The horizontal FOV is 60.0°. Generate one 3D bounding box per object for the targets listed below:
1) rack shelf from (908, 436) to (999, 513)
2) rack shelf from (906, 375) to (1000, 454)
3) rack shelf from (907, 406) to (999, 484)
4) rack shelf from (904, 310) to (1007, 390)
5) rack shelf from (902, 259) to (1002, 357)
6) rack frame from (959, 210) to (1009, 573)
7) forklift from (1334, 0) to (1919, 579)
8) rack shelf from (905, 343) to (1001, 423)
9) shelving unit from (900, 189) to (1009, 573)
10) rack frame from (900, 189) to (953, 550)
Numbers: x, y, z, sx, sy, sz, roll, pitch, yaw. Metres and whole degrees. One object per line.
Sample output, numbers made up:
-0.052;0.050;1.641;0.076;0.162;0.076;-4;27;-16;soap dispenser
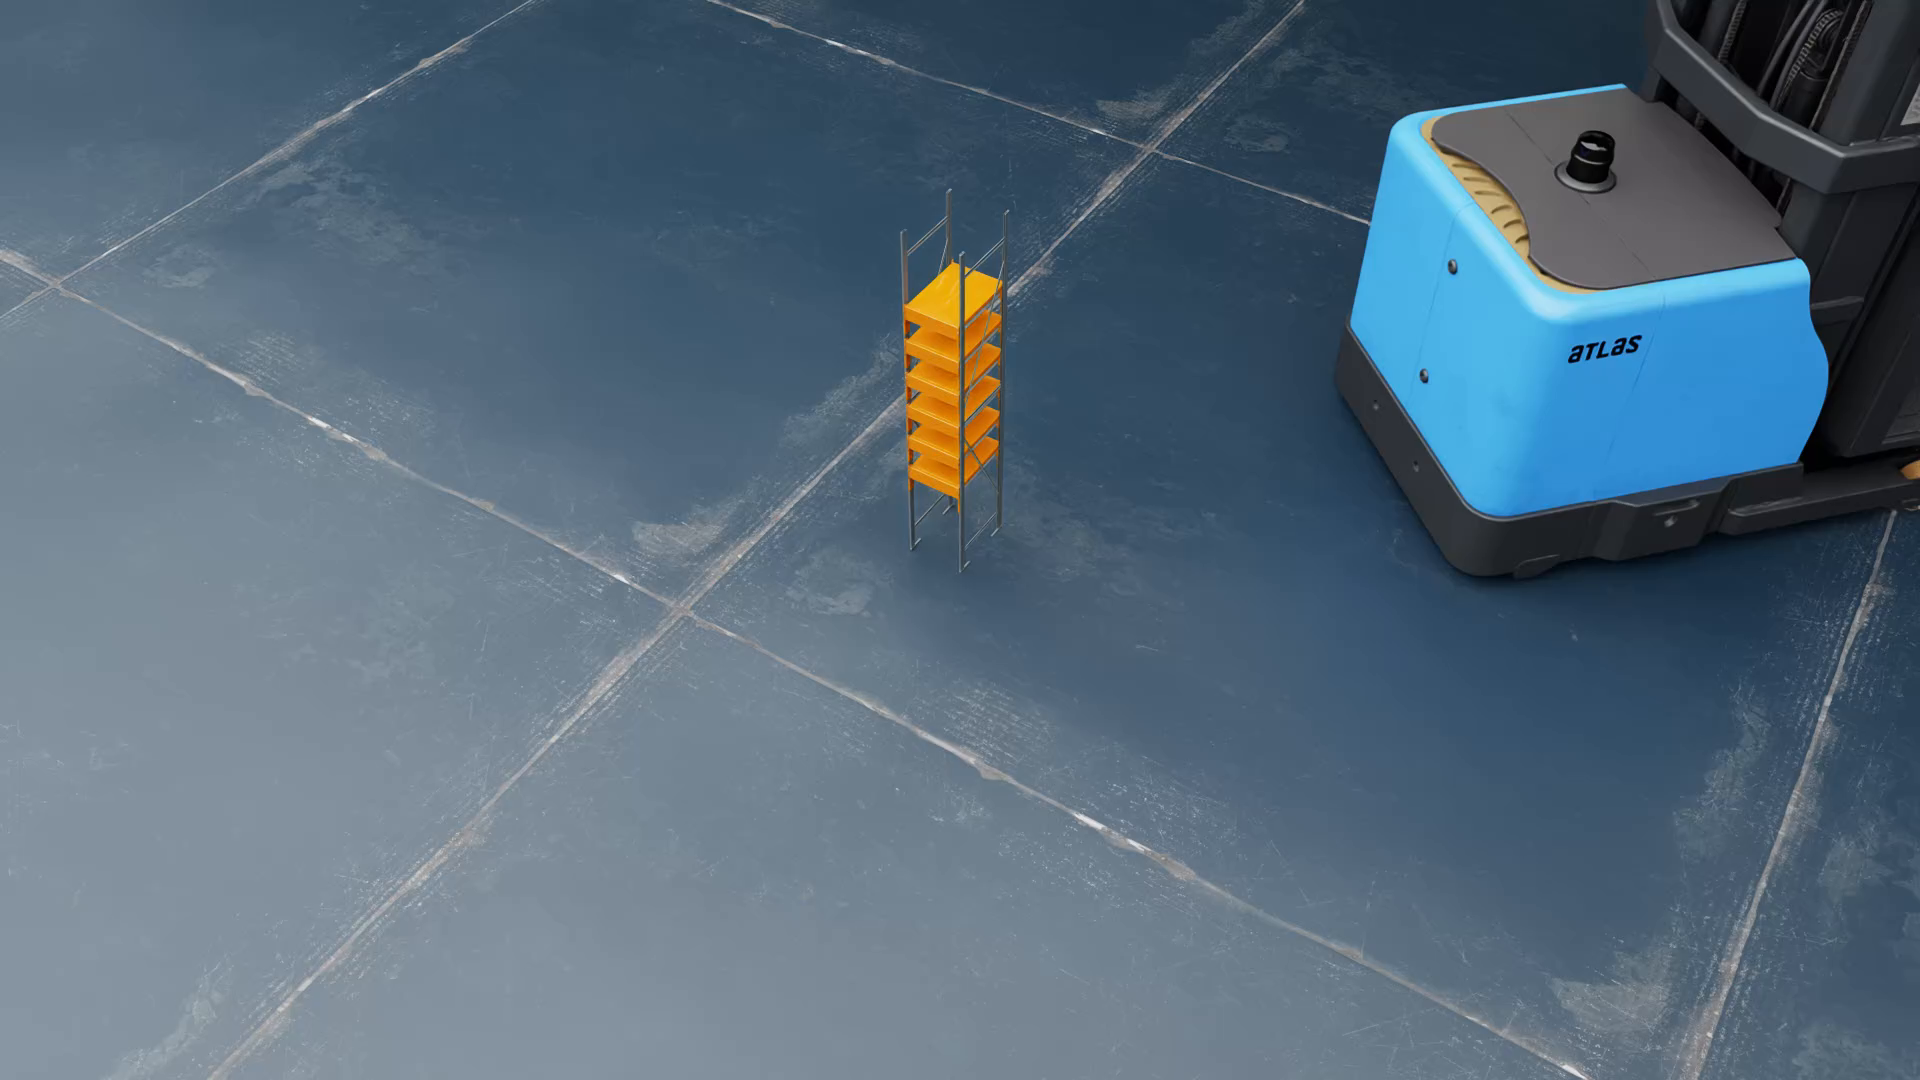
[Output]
-0.012;-0.226;5.029;0.180;0.103;0.258;25;51;22;rack shelf
-0.012;-0.393;4.857;0.180;0.103;0.258;25;51;22;rack shelf
-0.012;-0.309;4.943;0.180;0.103;0.258;25;51;22;rack shelf
-0.012;-0.560;4.685;0.180;0.103;0.258;25;51;22;rack shelf
-0.012;-0.644;4.599;0.180;0.103;0.258;25;51;22;rack shelf
0.065;-0.388;4.791;0.006;1.200;0.240;25;51;22;rack frame
2.853;-1.475;4.640;3.031;2.935;1.130;-10;47;-10;forklift
-0.012;-0.476;4.771;0.180;0.103;0.258;25;51;22;rack shelf
-0.012;-0.424;4.825;0.189;1.200;0.258;25;51;22;shelving unit
-0.089;-0.459;4.860;0.006;1.200;0.240;25;51;22;rack frame
